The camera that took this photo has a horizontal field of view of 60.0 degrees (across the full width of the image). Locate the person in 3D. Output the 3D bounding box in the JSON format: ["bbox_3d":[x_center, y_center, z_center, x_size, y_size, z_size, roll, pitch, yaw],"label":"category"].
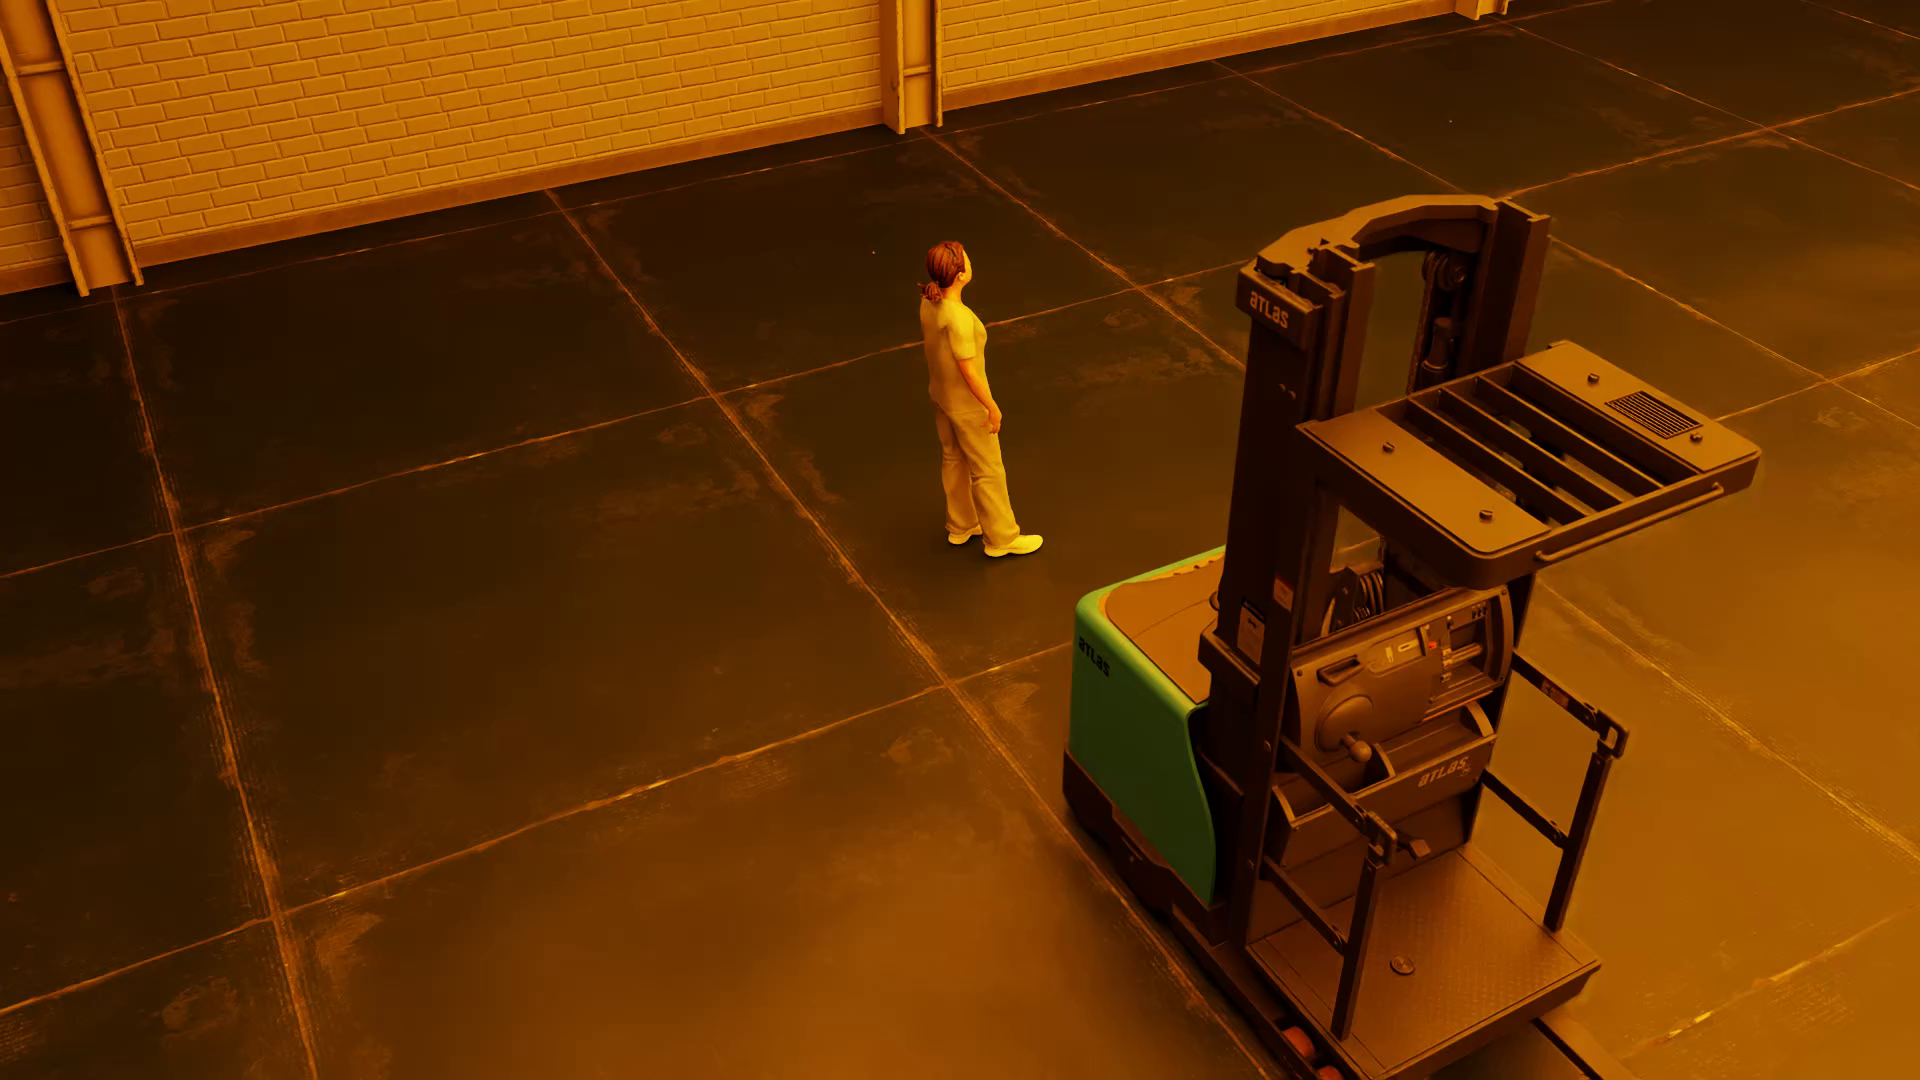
[{"bbox_3d":[0.072,-0.704,8.193,0.548,1.673,0.549,-17,39,-23],"label":"person"}]

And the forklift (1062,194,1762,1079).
[{"bbox_3d":[1.591,0.508,5.404,1.130,2.935,3.031,-18,39,-23],"label":"forklift"}]
